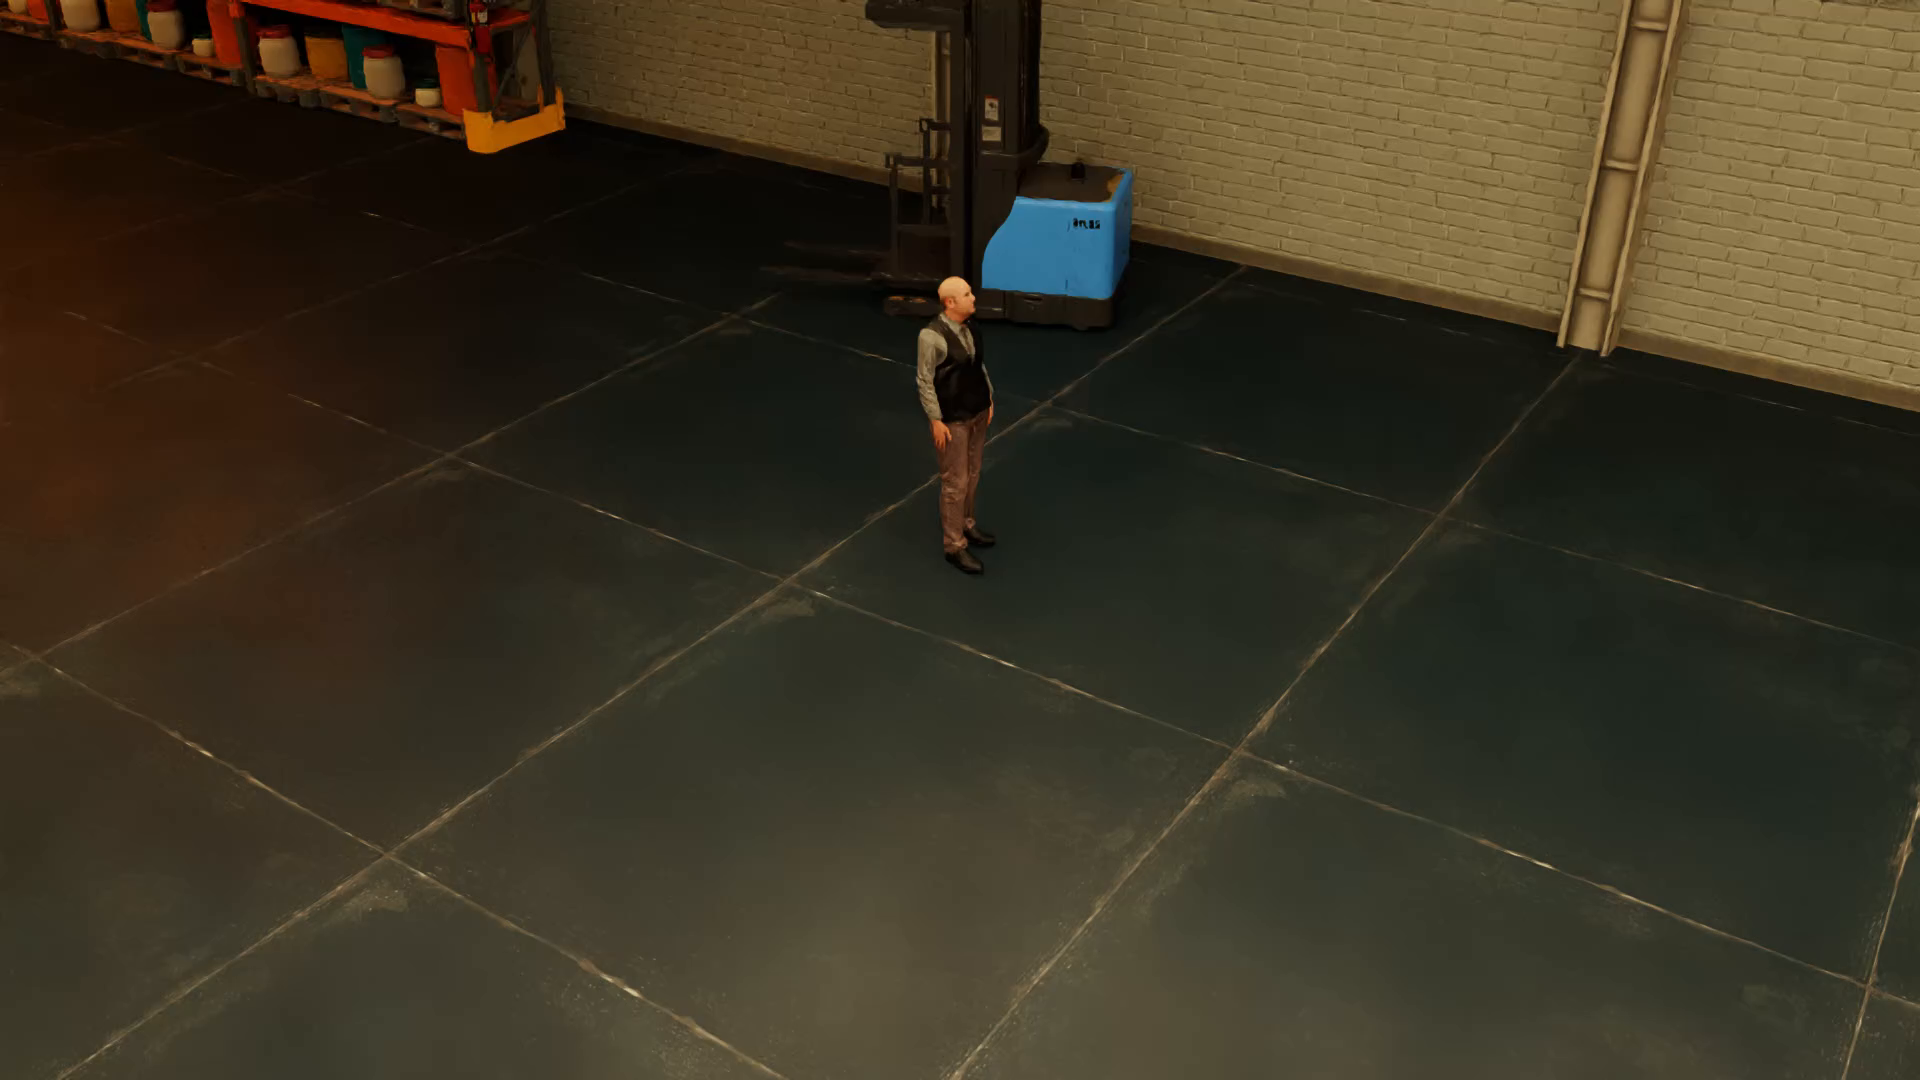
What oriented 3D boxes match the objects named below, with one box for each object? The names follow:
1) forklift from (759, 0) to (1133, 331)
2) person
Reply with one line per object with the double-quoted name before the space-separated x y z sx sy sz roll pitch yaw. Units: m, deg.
"forklift" -0.143 -3.330 13.316 3.031 2.935 1.130 7 31 12
"person" 0.047 -0.730 10.028 0.567 1.720 0.632 19 35 29
